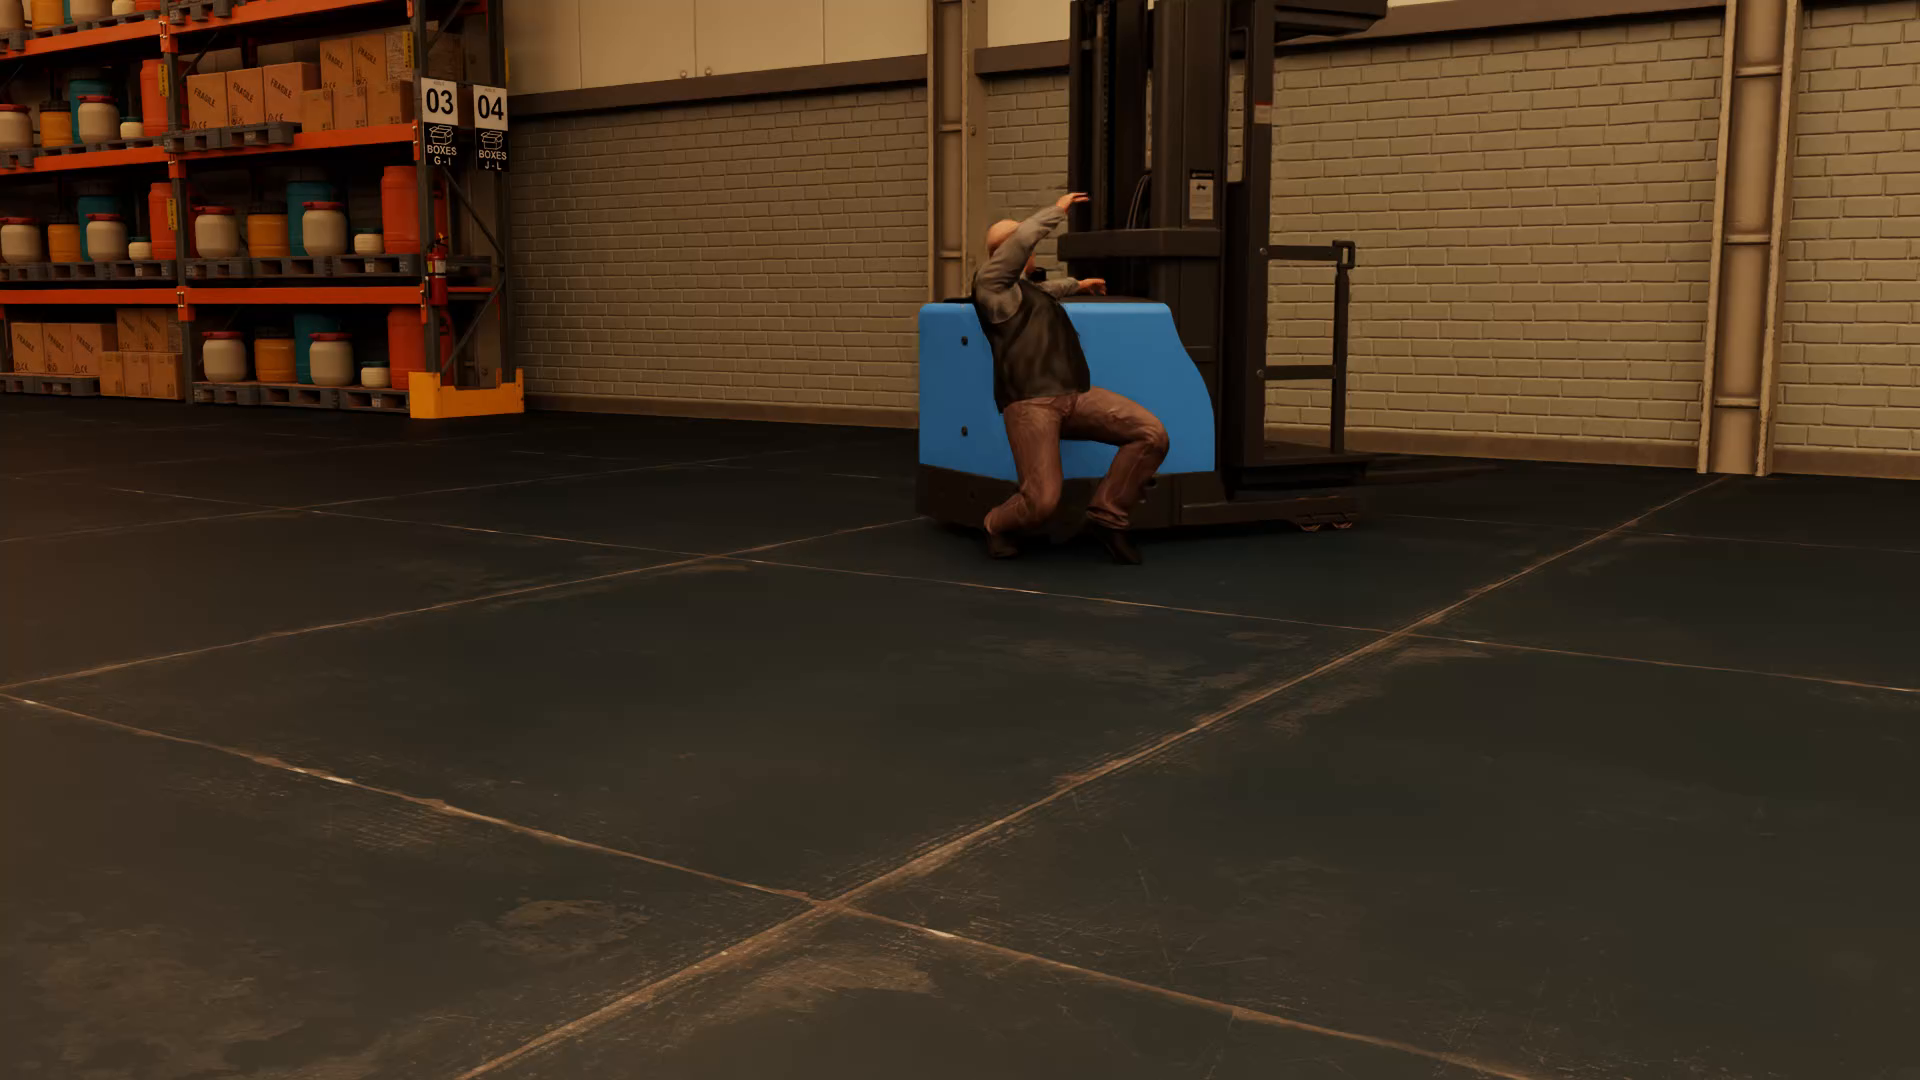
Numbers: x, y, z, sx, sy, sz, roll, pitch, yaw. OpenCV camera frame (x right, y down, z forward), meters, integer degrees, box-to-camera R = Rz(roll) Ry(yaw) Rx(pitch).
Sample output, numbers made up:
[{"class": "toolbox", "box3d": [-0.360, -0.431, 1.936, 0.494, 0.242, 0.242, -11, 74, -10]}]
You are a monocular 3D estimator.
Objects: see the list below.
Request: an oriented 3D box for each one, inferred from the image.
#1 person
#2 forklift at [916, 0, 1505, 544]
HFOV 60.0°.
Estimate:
[{"class": "person", "box3d": [0.574, -0.673, 7.059, 0.873, 1.545, 1.065, 6, 10, 38]}, {"class": "forklift", "box3d": [1.341, -1.551, 8.102, 3.031, 2.935, 1.130, -4, 9, -26]}]
